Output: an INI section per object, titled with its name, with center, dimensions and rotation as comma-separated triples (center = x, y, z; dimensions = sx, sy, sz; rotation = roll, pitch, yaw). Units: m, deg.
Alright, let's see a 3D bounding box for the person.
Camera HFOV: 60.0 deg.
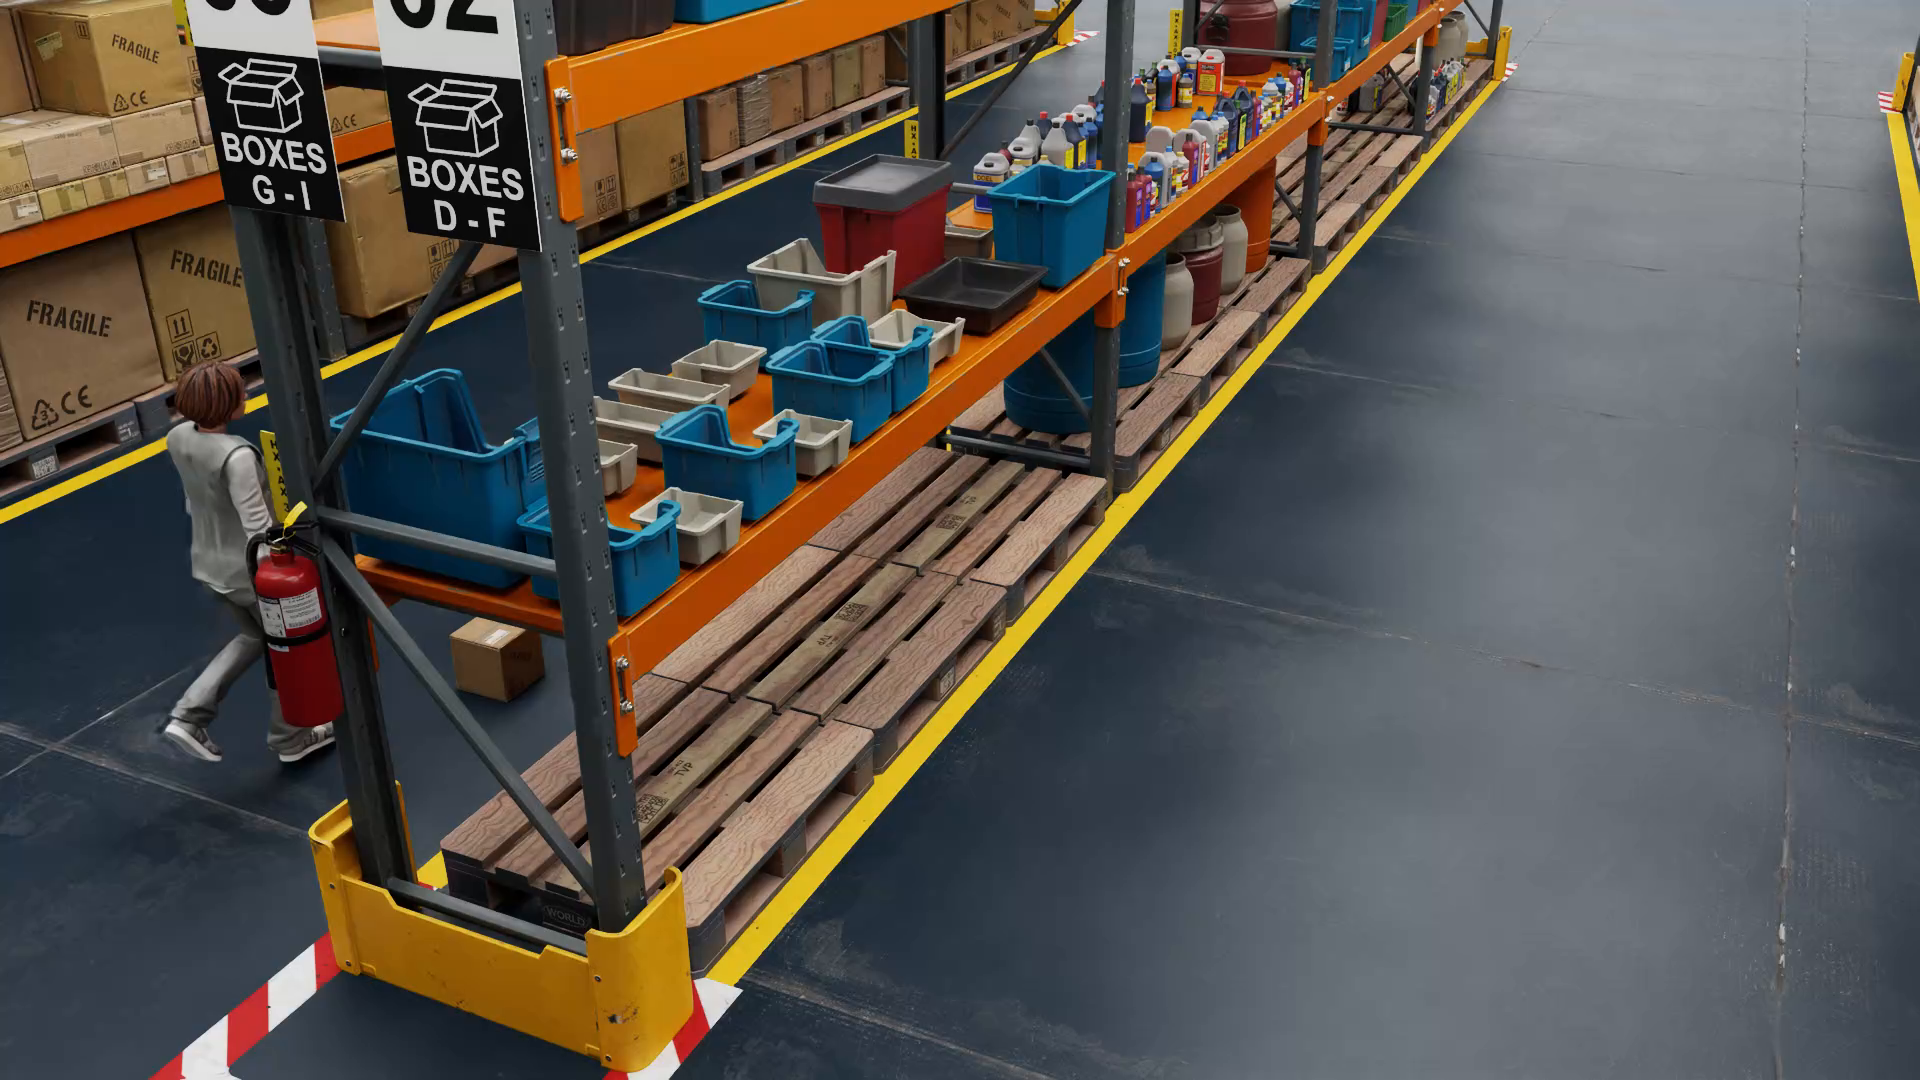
[person]
center = -2.555, 0.132, 5.824
dimensions = 0.446, 1.577, 0.604
rotation = 16, 30, 28
